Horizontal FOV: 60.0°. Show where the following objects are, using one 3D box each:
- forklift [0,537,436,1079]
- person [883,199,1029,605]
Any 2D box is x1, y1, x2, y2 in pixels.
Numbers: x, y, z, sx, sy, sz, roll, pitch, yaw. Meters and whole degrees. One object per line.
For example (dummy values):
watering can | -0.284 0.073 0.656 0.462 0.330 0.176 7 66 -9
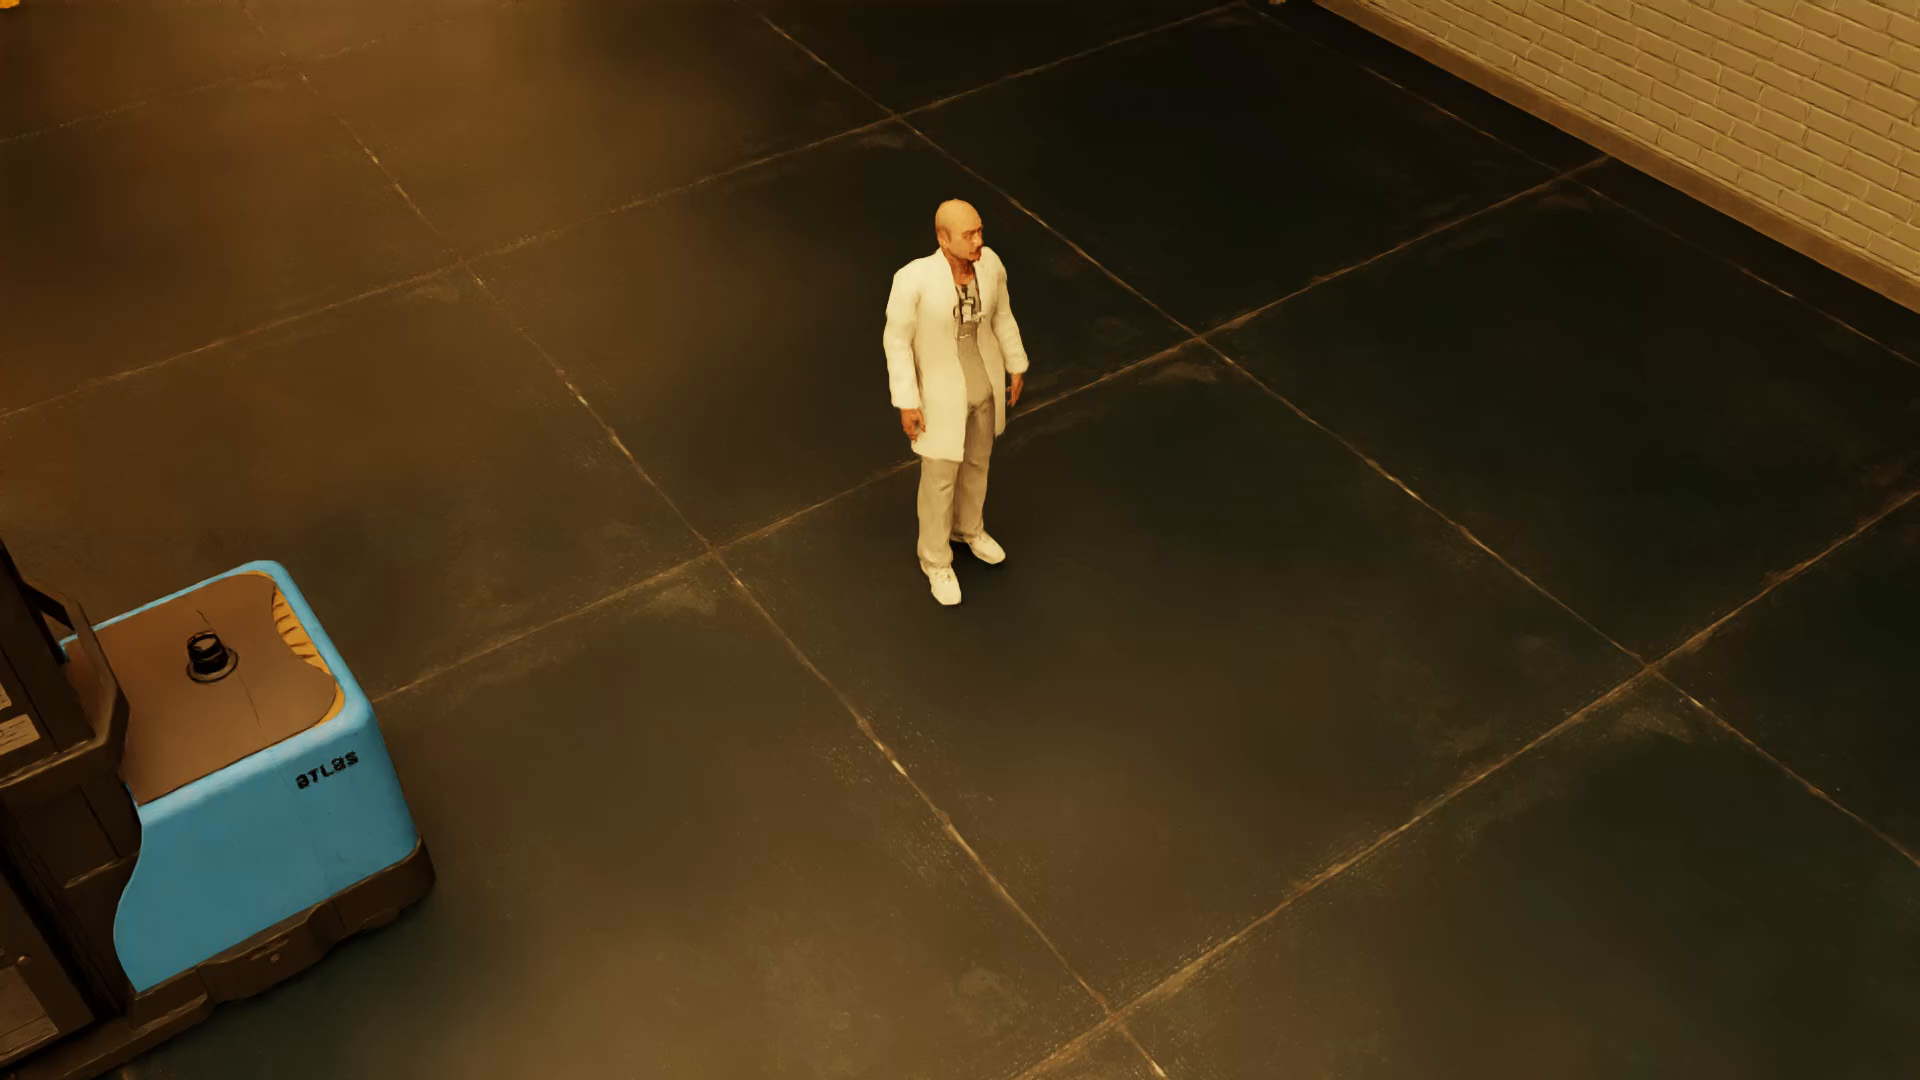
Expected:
forklift | -3.497 0.615 5.048 3.031 2.935 1.130 -26 49 -26
person | 0.048 -0.607 7.214 0.694 1.776 0.579 -25 48 -25
